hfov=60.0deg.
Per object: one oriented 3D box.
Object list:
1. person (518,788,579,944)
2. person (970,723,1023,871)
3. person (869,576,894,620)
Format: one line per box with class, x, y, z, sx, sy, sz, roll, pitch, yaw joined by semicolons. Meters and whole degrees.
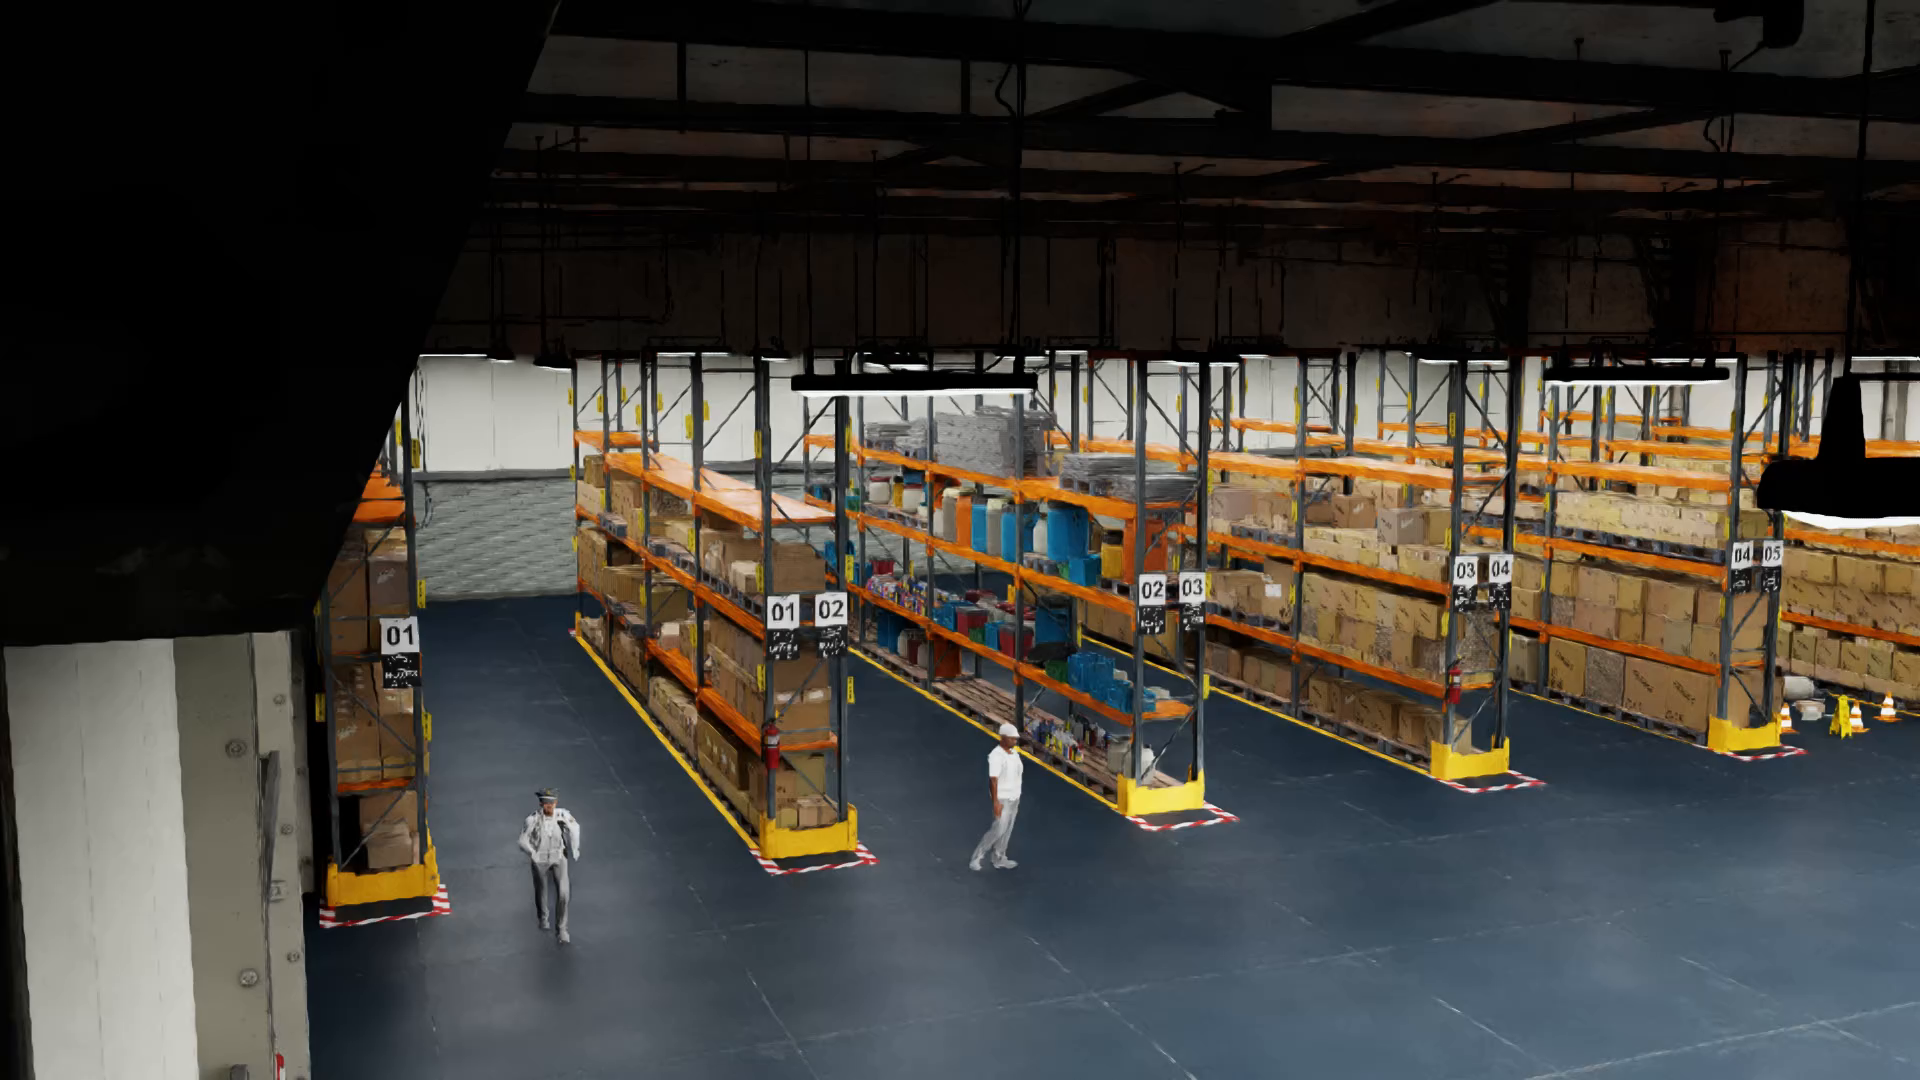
person;-4.315;3.364;17.499;0.636;1.616;0.814;-2;7;-15
person;0.434;3.031;19.593;0.529;1.751;0.733;4;8;28
person;-1.634;1.101;35.906;0.561;1.525;0.788;-6;9;-38
